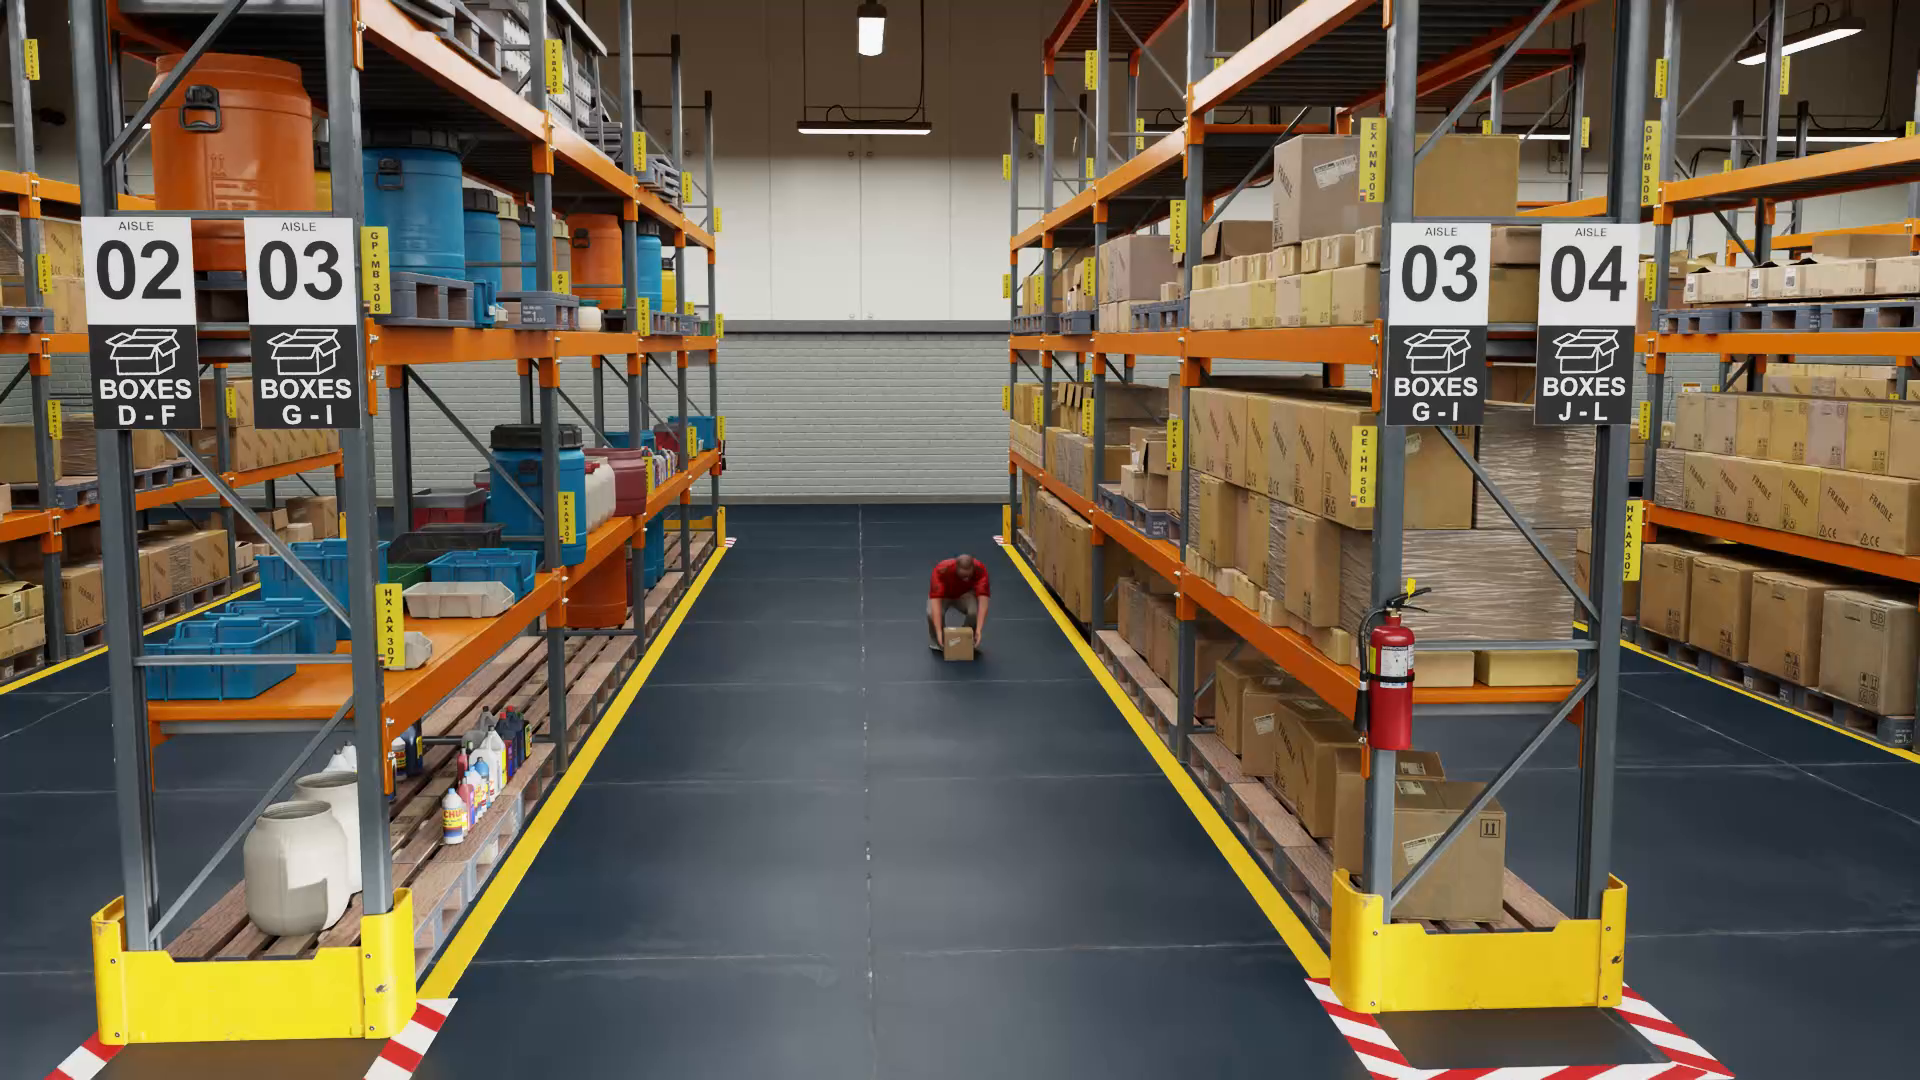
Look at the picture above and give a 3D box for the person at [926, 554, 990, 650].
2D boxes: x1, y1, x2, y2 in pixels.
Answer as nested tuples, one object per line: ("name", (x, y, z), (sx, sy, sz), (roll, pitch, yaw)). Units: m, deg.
("person", (-0.025, 0.539, 14.787), (0.566, 0.908, 0.880), (0, 7, -4))
